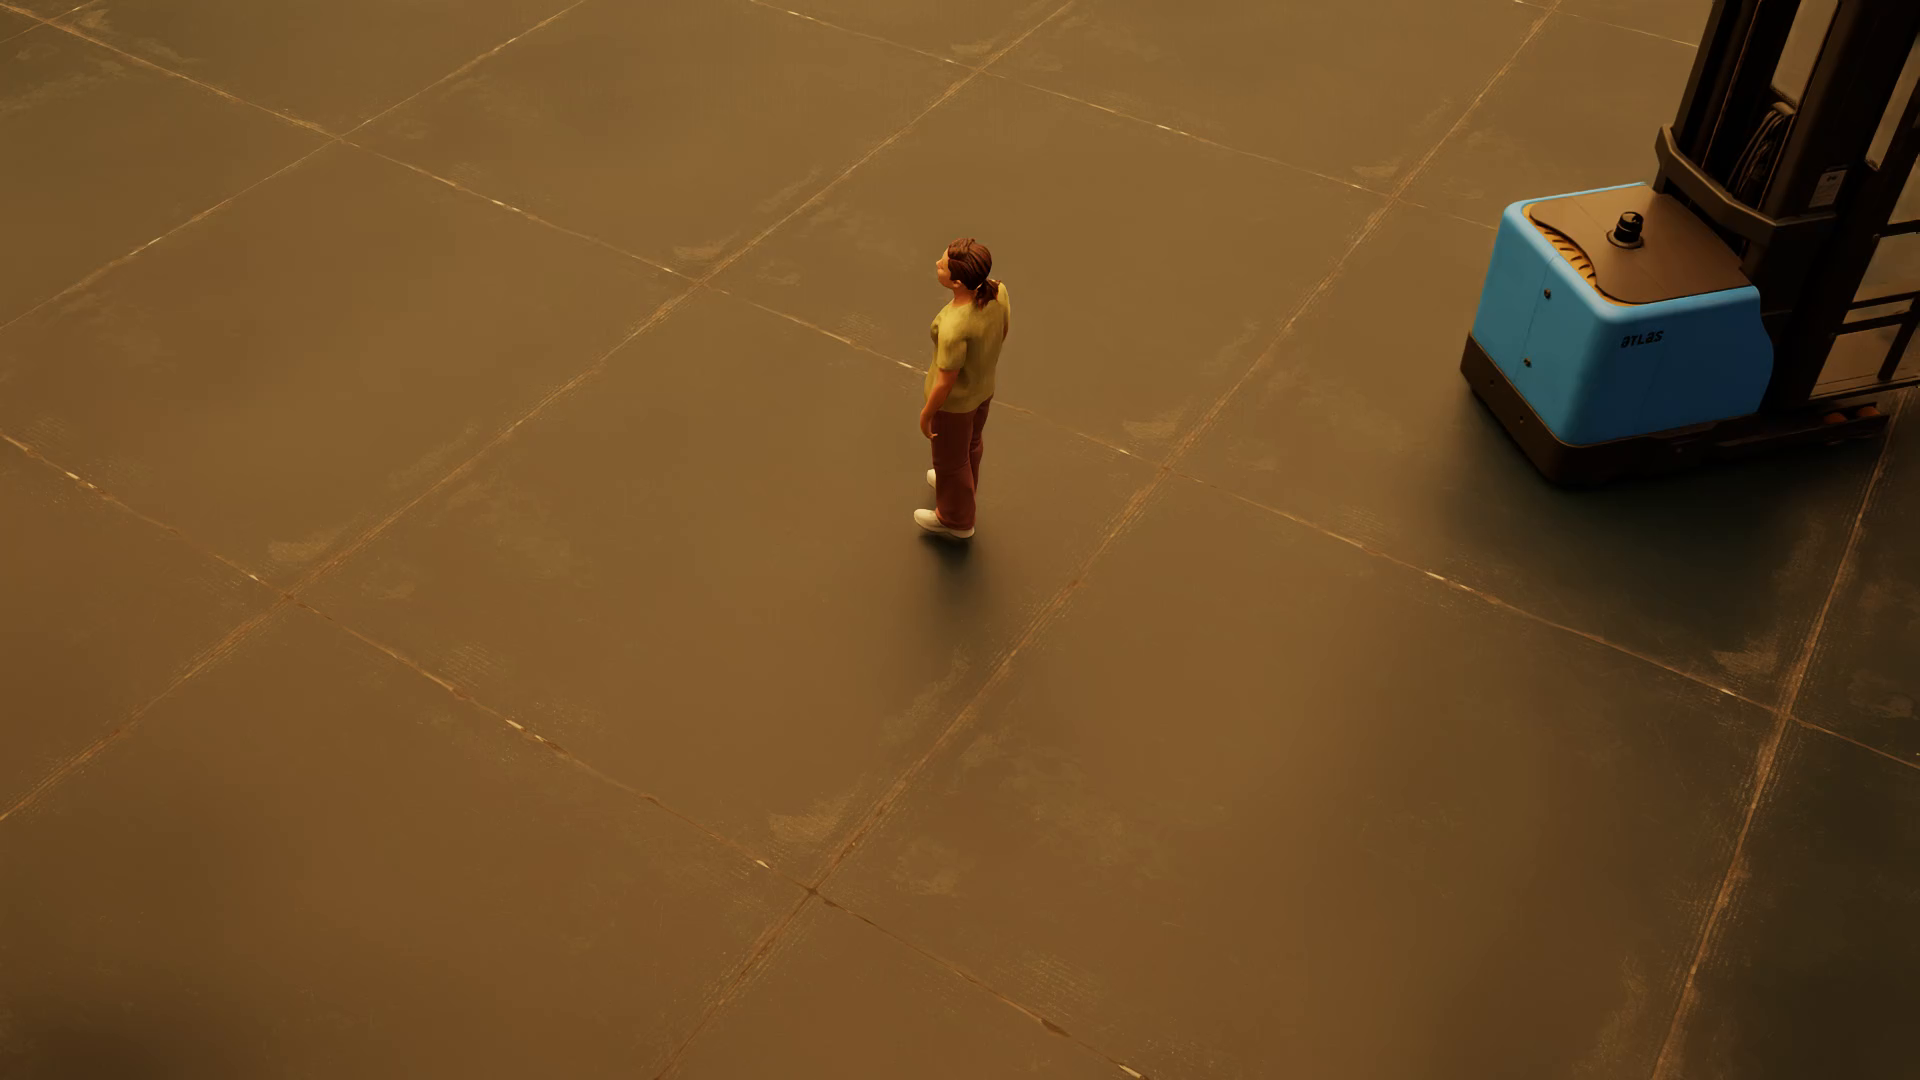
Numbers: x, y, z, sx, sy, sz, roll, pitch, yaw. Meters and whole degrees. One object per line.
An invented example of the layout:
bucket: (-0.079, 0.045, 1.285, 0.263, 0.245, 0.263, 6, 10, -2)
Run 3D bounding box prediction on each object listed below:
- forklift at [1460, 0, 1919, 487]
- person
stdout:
forklift: (4.228, -1.889, 7.840, 3.031, 2.935, 1.130, -11, 45, -11)
person: (-0.056, -0.672, 7.409, 0.548, 1.664, 0.554, 24, 48, 23)
